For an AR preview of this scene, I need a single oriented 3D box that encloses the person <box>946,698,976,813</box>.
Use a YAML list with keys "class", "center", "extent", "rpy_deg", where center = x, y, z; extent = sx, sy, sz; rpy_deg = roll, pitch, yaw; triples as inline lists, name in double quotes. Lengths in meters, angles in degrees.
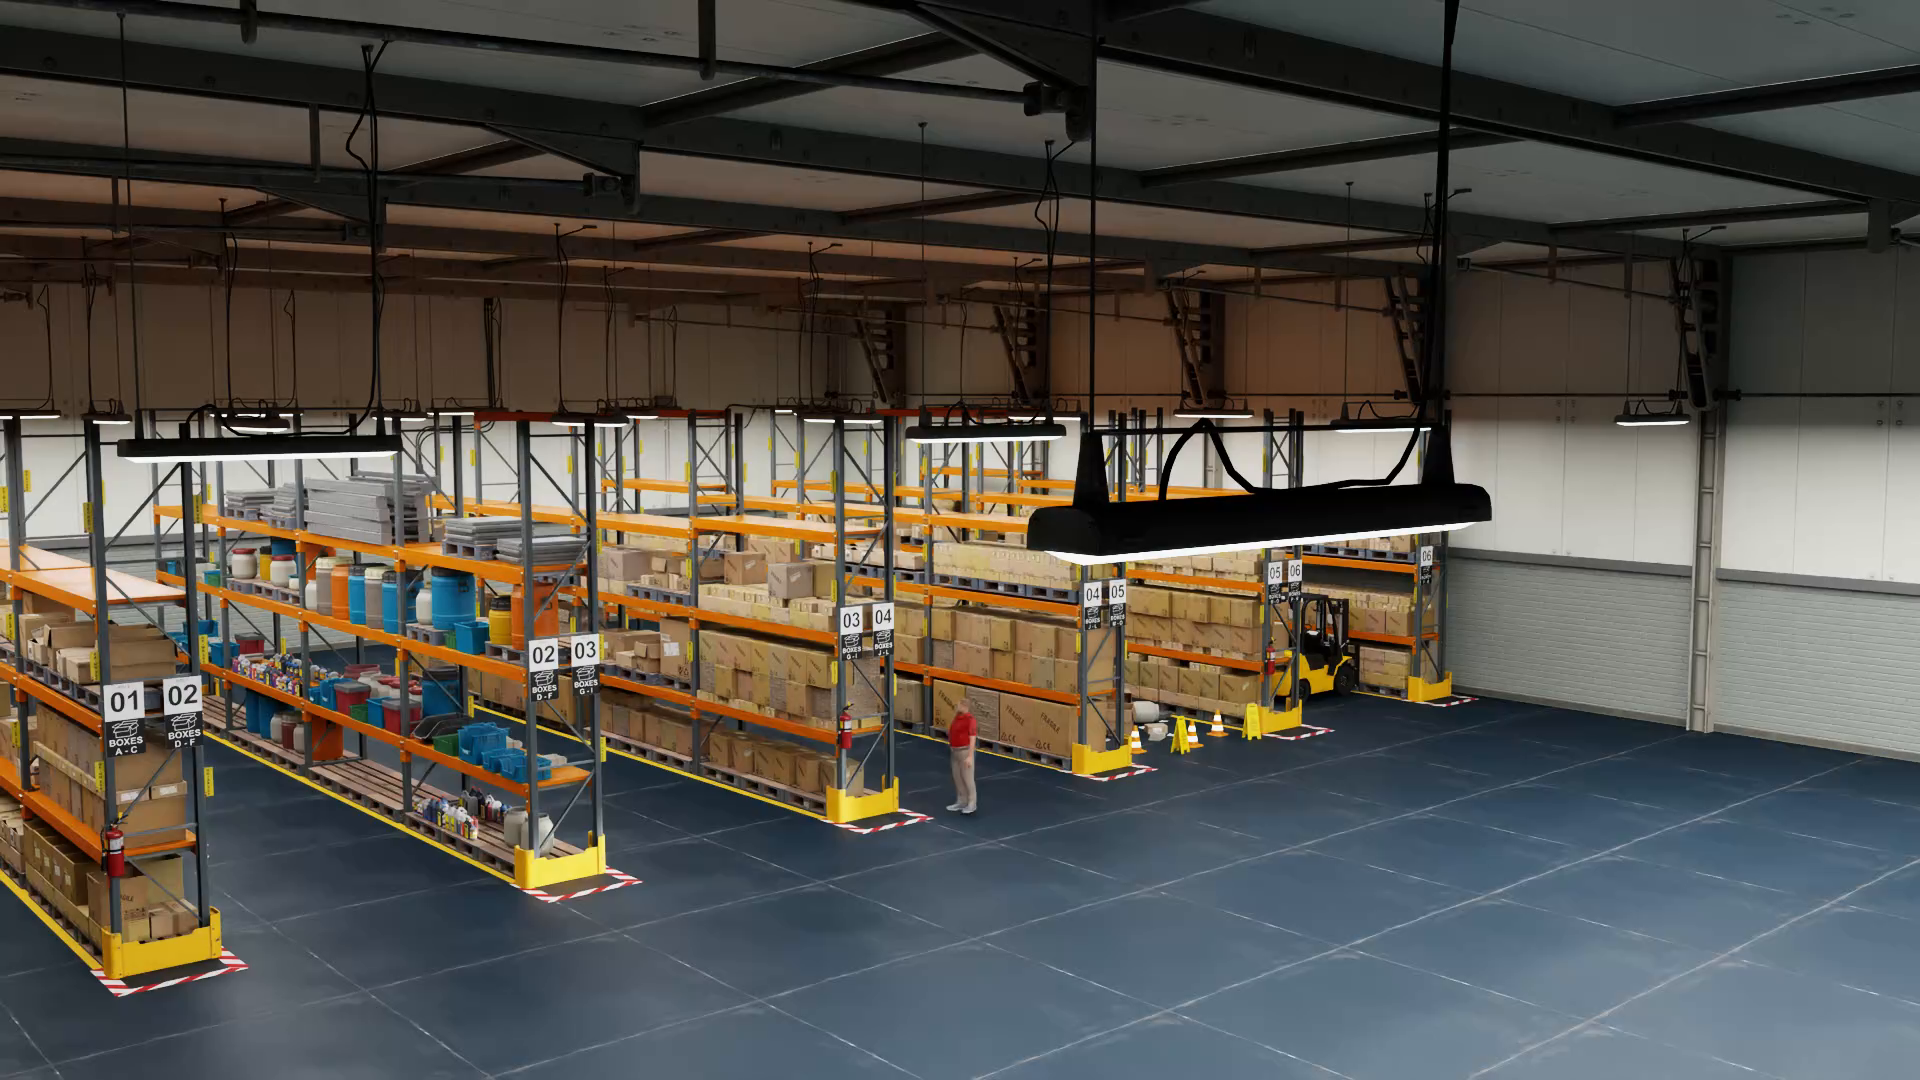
- class: "person"
  center: [0.047, 3.258, 25.182]
  extent: [0.390, 1.732, 0.611]
  rpy_deg: [-4, 6, -36]
